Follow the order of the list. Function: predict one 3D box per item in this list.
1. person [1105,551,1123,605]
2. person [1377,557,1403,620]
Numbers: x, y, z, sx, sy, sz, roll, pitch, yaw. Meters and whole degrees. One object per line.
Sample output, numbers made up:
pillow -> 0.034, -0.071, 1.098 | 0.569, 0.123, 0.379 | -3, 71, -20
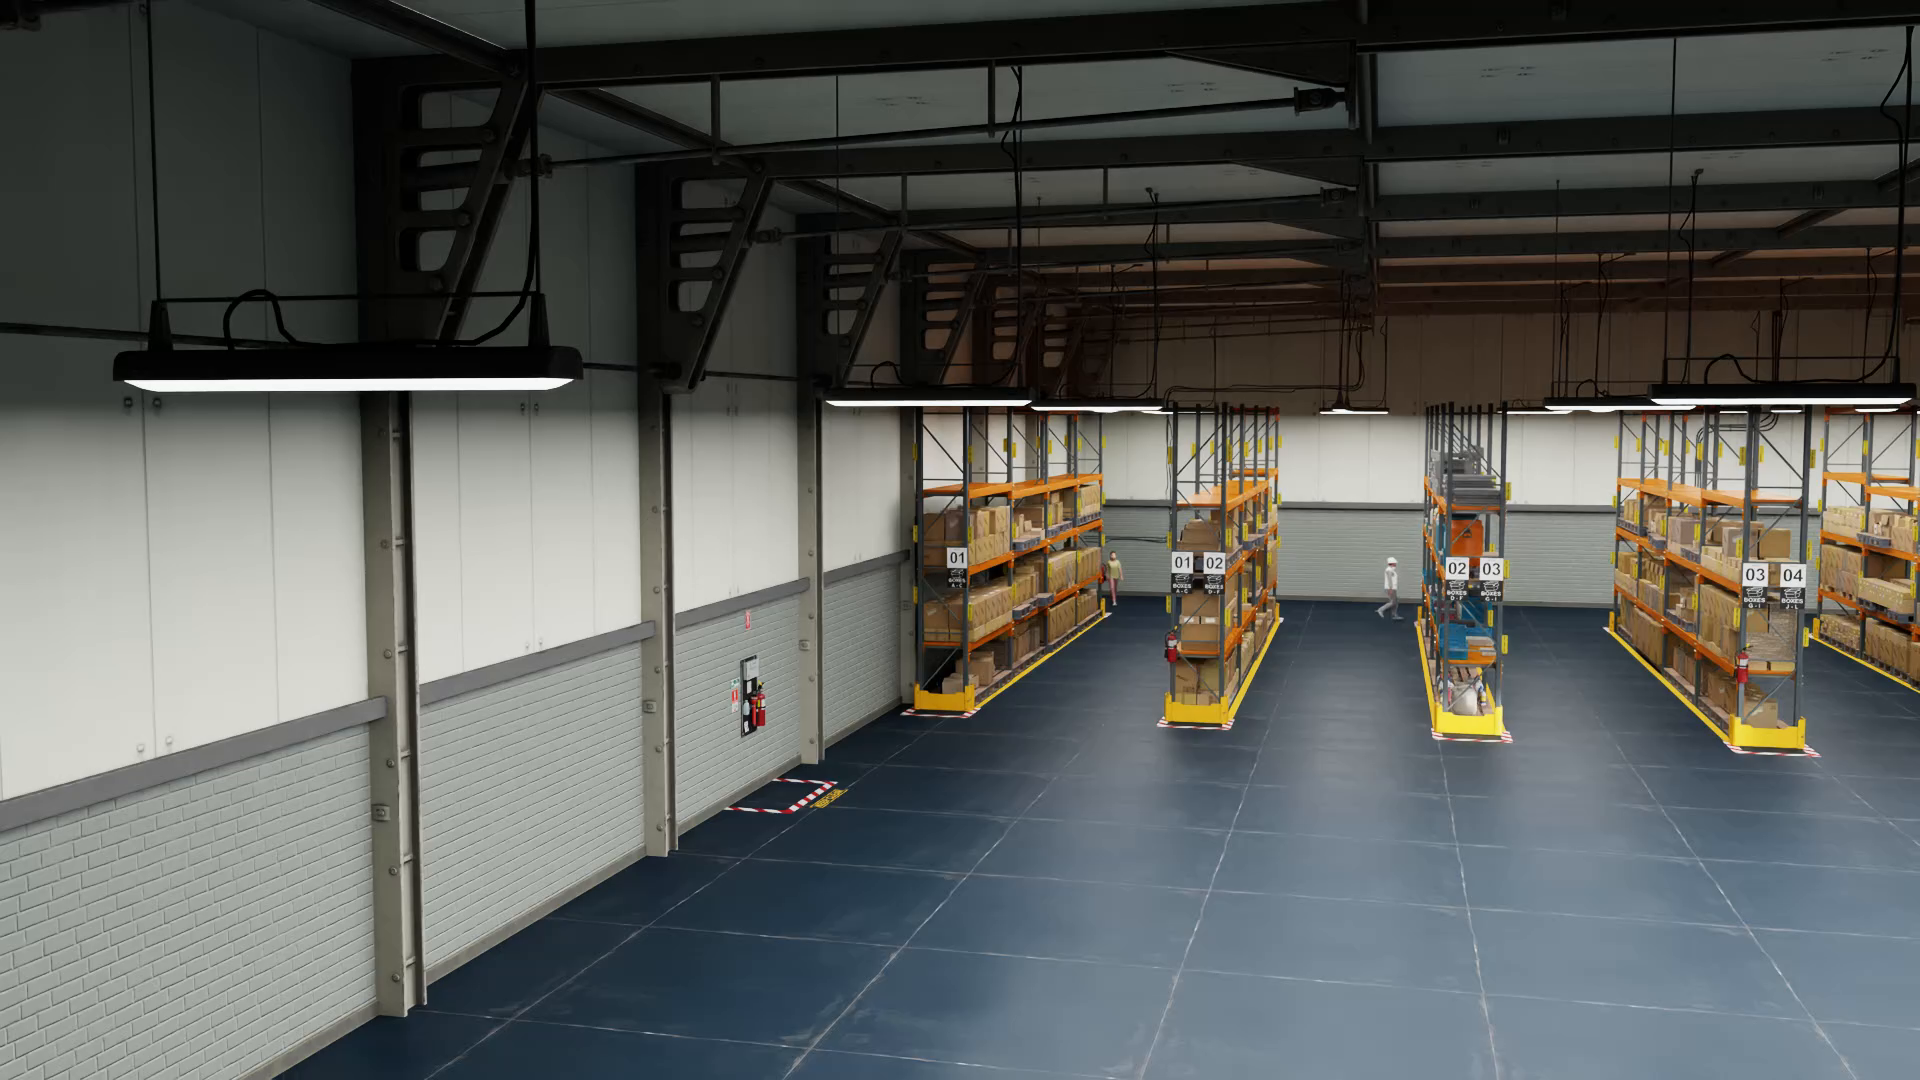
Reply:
person -> 4.692, 1.154, 50.644 | 0.464, 1.615, 1.060 | -1, 4, -12
person -> 12.136, 1.373, 46.834 | 0.717, 1.768, 0.585 | 1, 4, 15
